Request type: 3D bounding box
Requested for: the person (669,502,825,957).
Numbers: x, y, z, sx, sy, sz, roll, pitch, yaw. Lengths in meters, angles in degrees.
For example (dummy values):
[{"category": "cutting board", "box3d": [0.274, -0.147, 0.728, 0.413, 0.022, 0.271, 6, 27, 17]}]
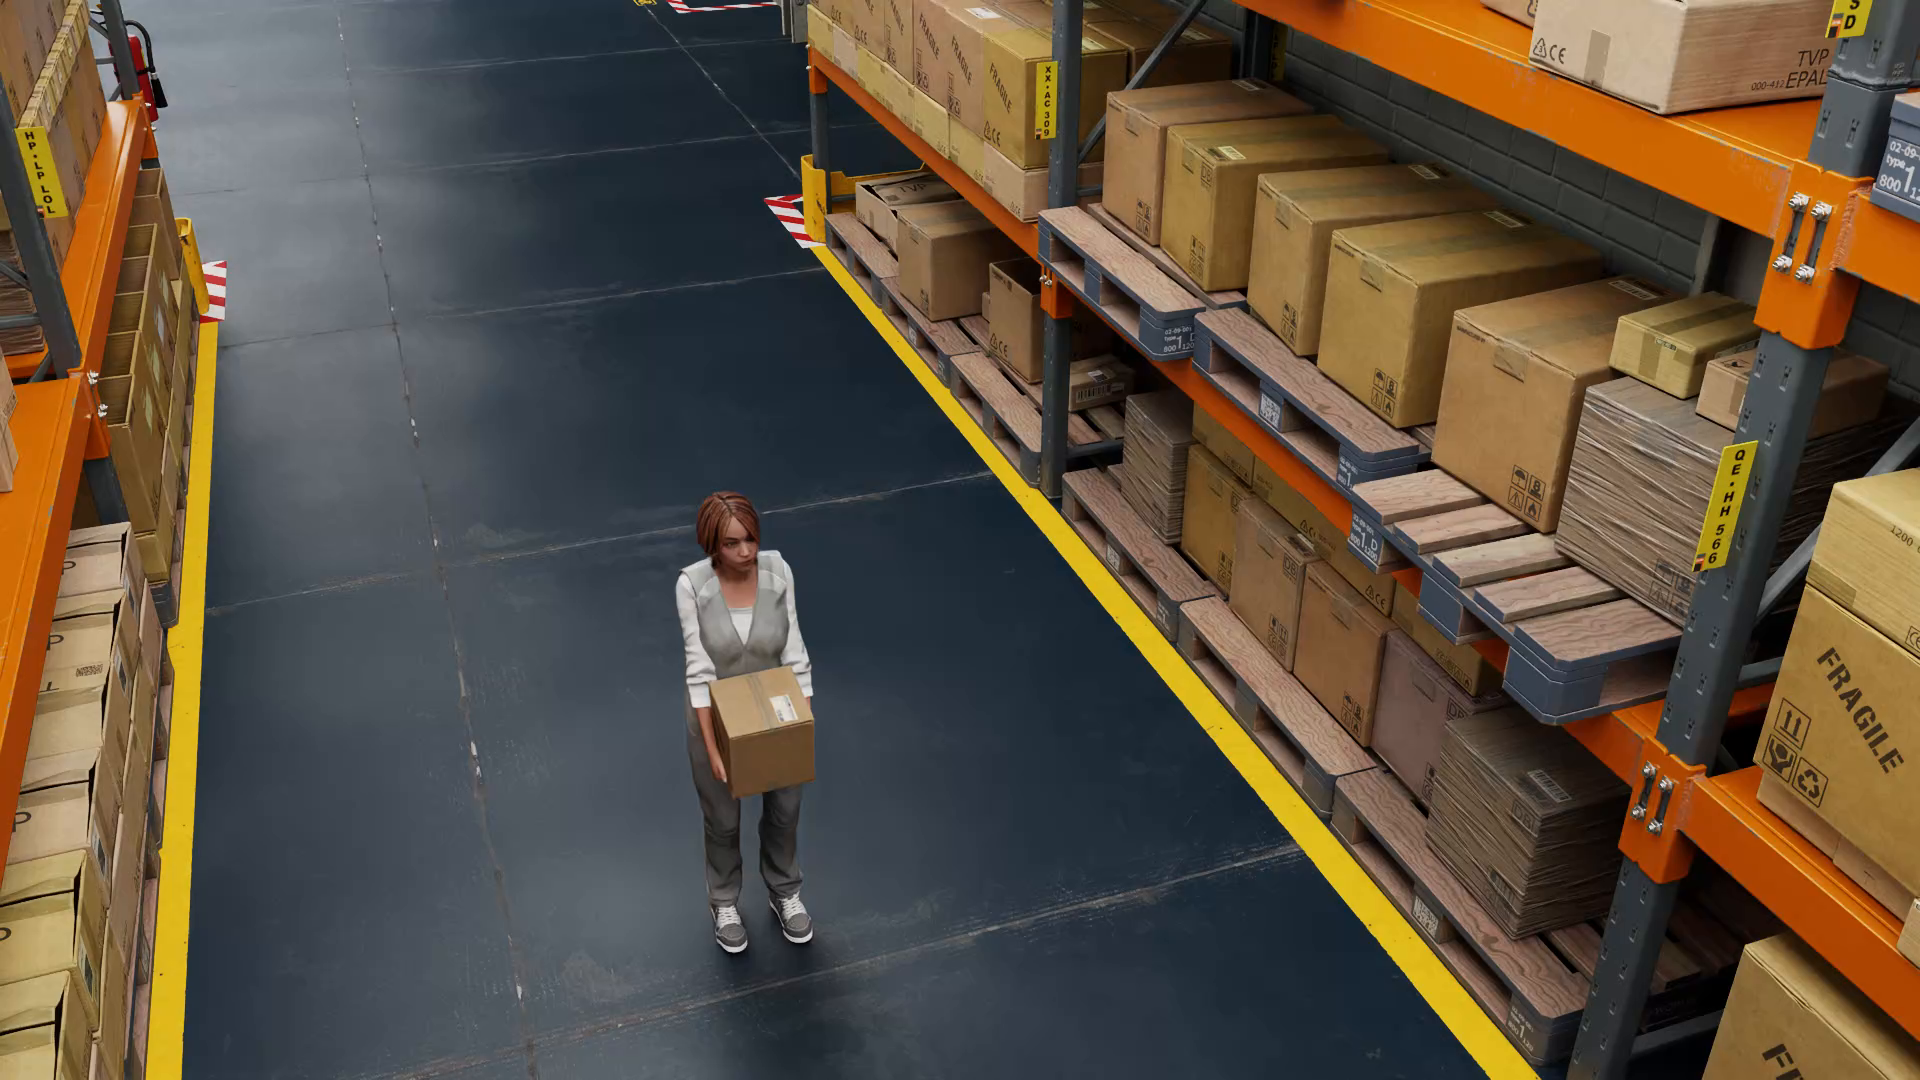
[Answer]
[{"category": "person", "box3d": [-0.651, 0.577, 5.163, 0.478, 1.582, 0.367, -12, 32, -19]}]
